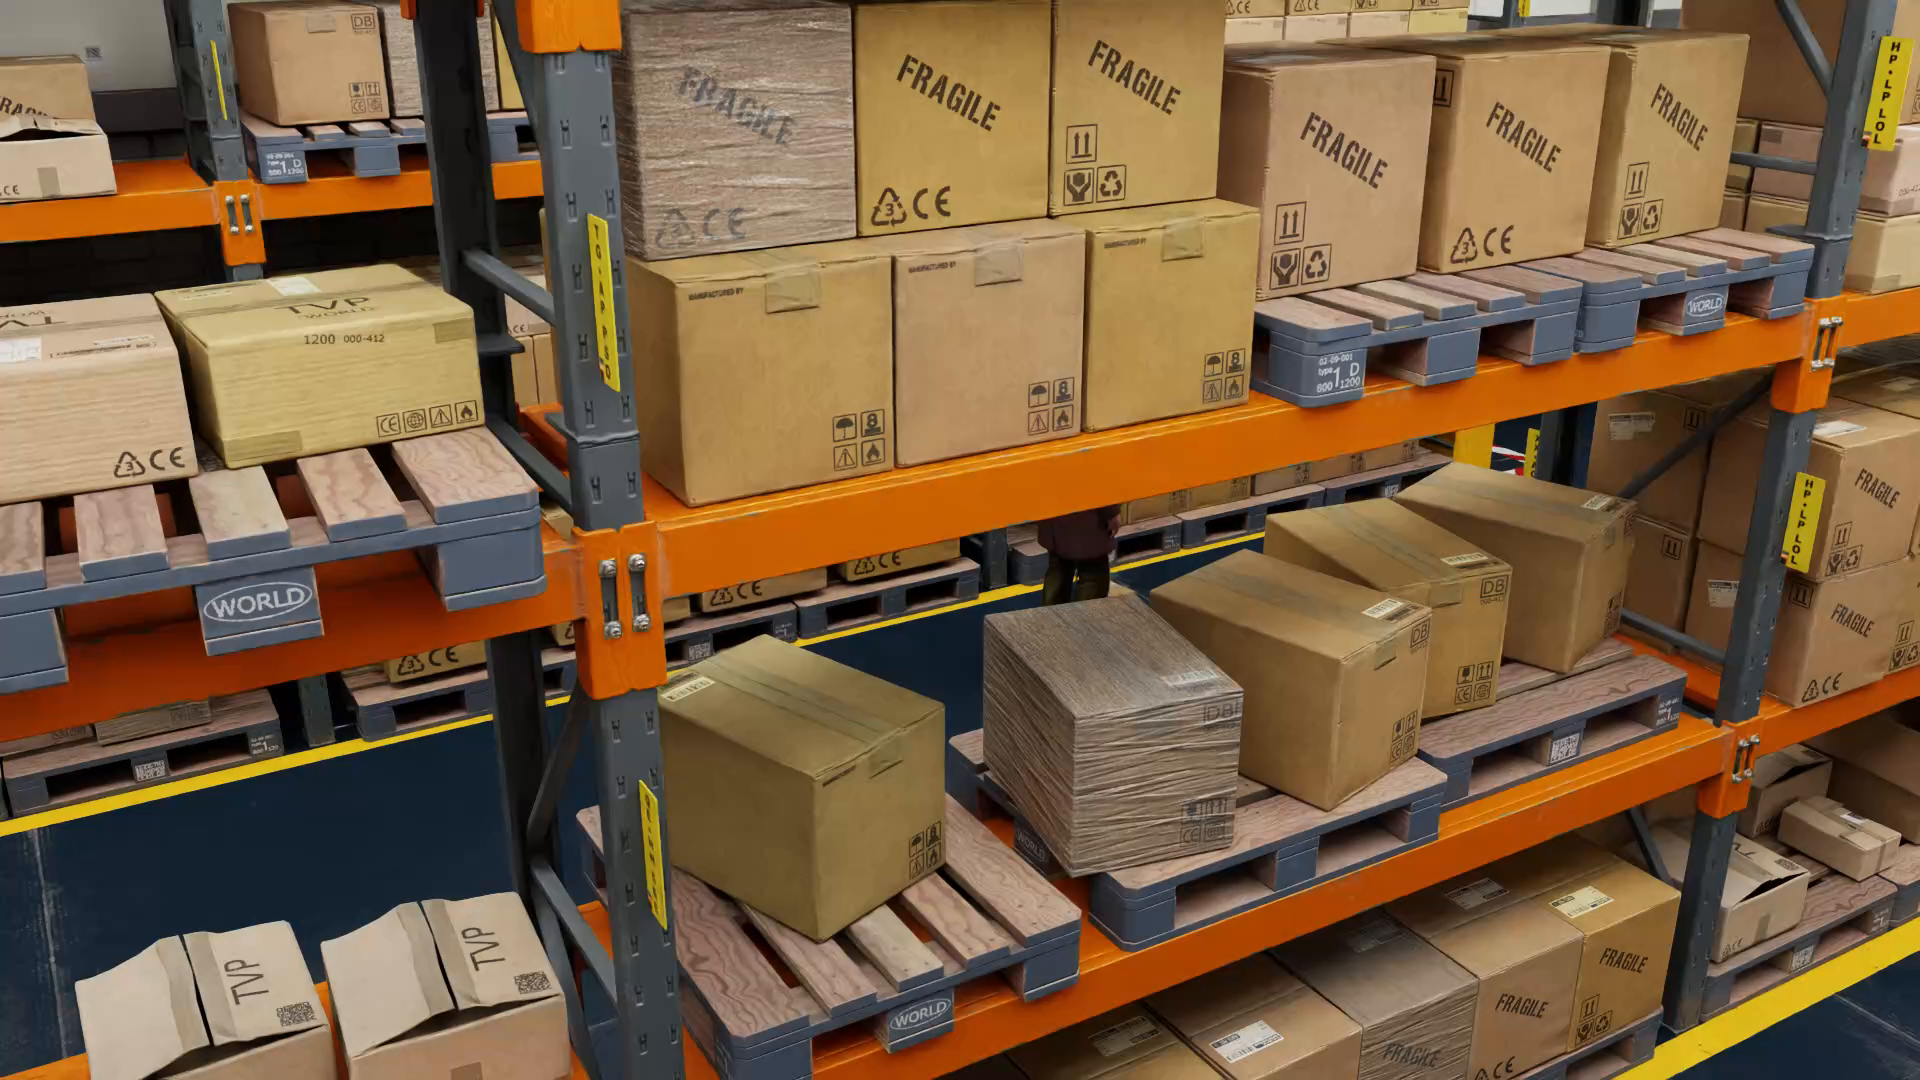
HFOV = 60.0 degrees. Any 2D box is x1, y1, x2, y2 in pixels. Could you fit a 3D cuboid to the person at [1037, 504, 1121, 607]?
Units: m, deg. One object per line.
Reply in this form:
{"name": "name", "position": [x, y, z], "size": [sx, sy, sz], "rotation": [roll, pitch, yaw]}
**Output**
{"name": "person", "position": [0.627, -0.184, 9.074], "size": [0.426, 1.775, 0.612], "rotation": [-16, 26, -35]}
